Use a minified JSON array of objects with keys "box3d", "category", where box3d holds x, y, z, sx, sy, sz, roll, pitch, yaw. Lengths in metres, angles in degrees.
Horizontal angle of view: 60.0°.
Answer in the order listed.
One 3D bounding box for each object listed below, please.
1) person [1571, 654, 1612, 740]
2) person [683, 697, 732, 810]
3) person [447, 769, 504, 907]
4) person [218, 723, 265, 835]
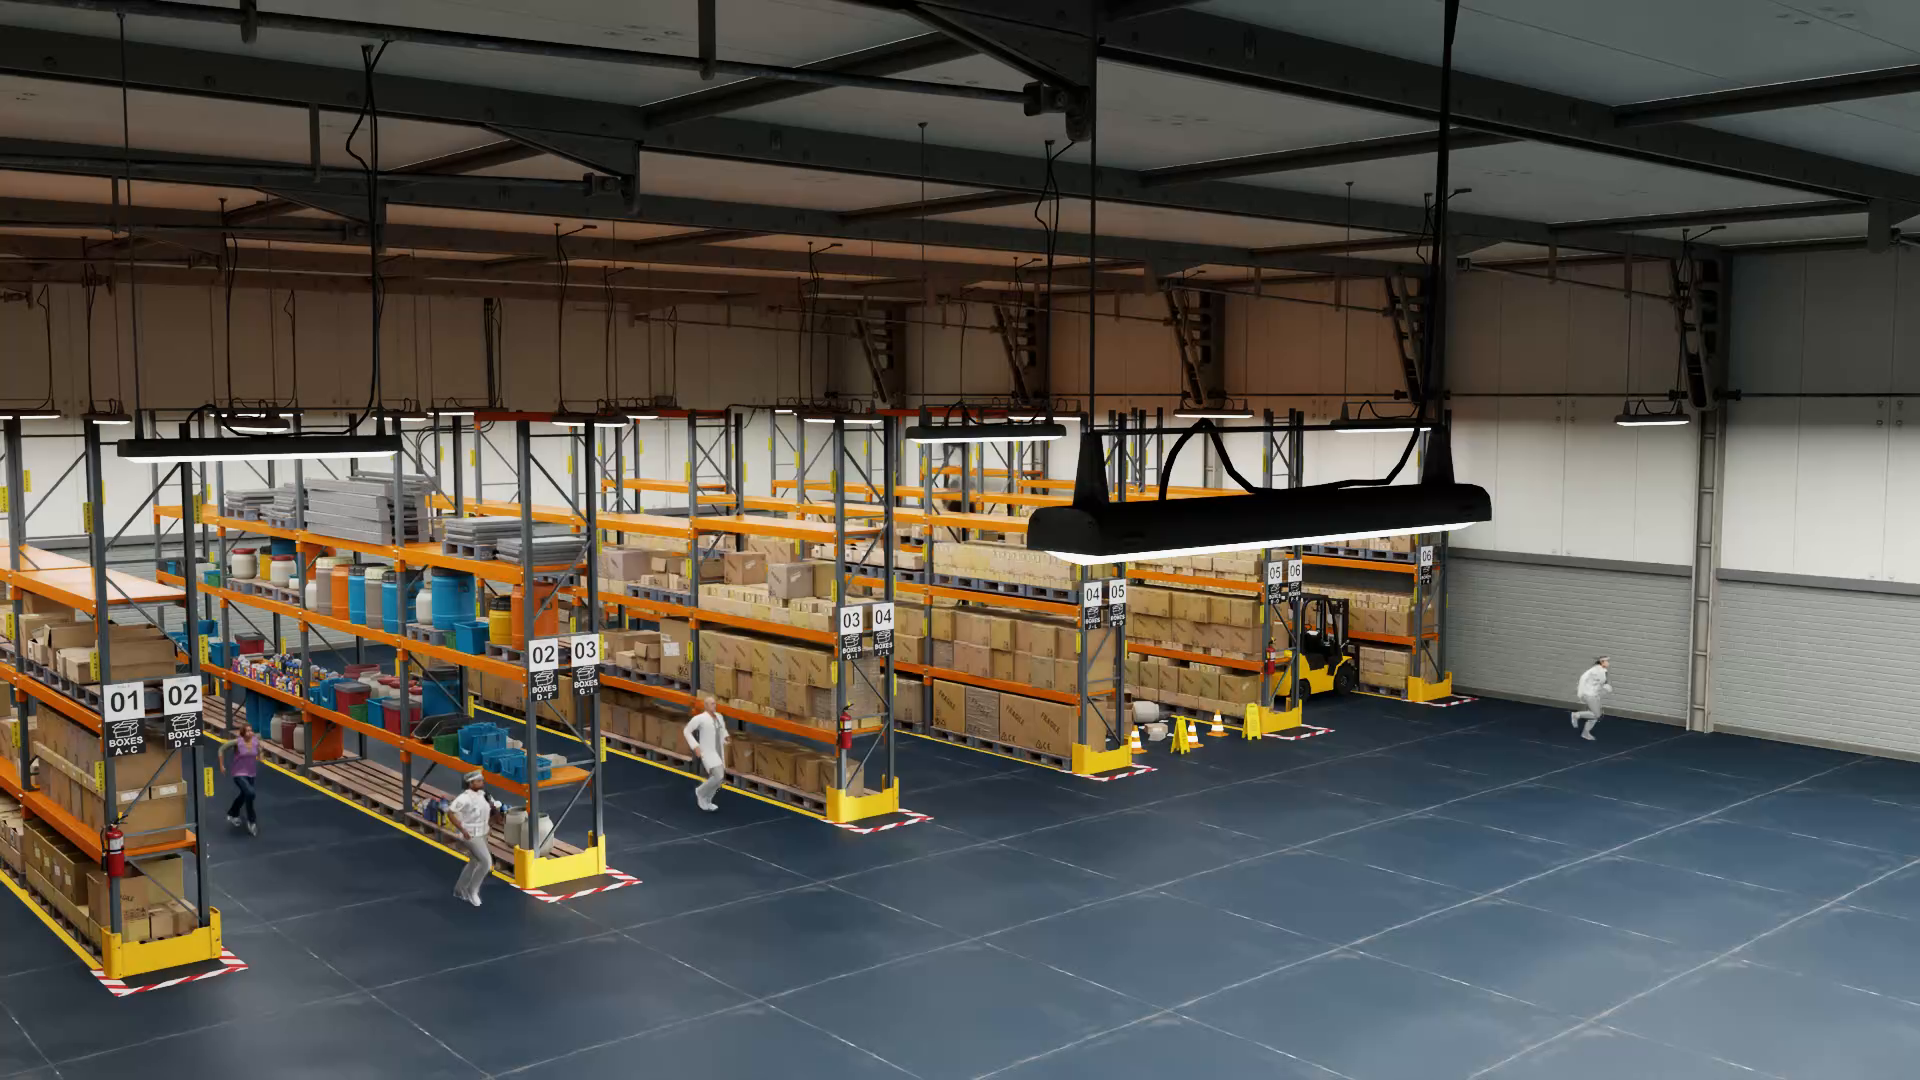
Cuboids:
[{"box3d":[11.609,2.864,30.558,0.688,1.619,0.607,4,6,35],"category":"person"},{"box3d":[-3.730,3.242,25.160,0.663,1.741,0.692,3,6,33],"category":"person"},{"box3d":[-6.002,3.686,20.645,0.681,1.708,0.549,1,5,12],"category":"person"},{"box3d":[-10.358,3.429,24.021,0.788,1.614,0.556,4,6,36],"category":"person"}]
